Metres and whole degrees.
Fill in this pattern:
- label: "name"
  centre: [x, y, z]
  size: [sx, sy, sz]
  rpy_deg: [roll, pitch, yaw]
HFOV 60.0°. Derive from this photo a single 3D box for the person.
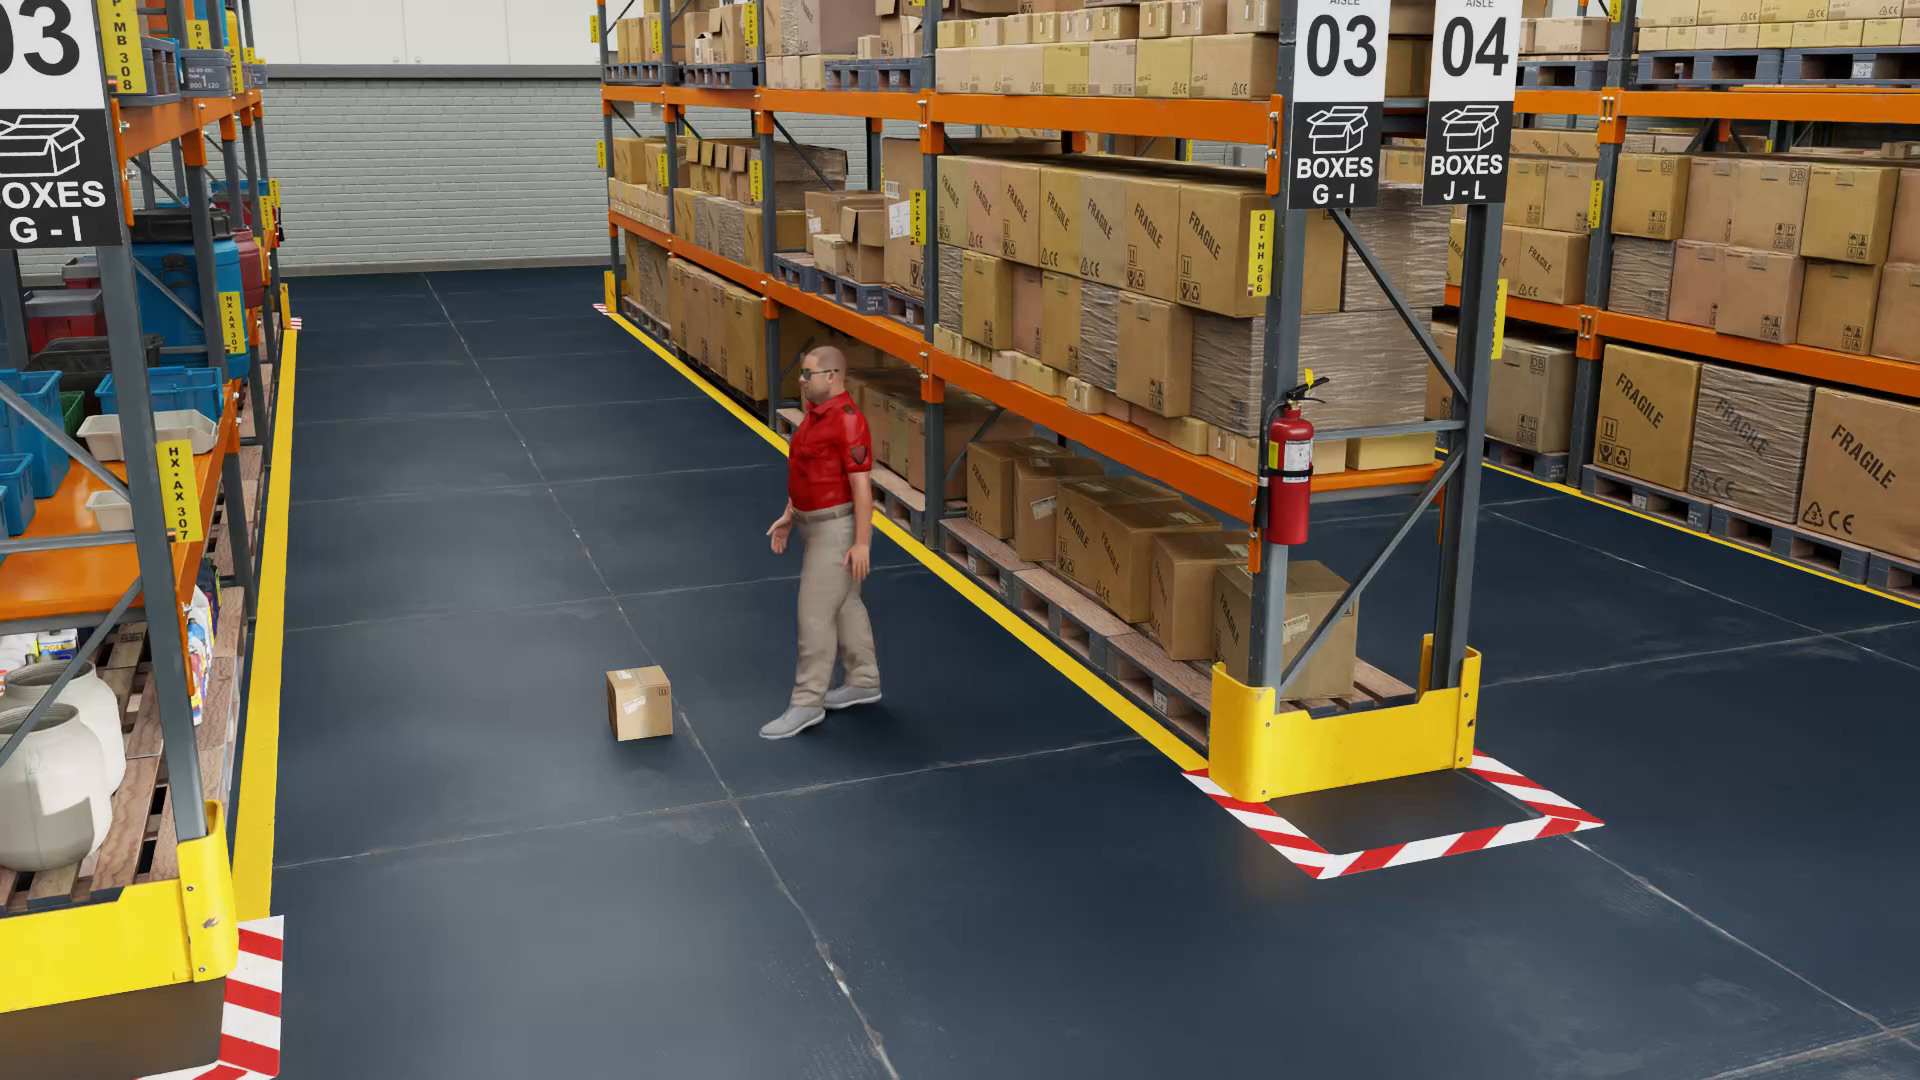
- label: "person"
  centre: [-0.665, -0.009, 7.589]
  size: [0.629, 1.753, 0.551]
  rpy_deg: [-5, 16, -17]
